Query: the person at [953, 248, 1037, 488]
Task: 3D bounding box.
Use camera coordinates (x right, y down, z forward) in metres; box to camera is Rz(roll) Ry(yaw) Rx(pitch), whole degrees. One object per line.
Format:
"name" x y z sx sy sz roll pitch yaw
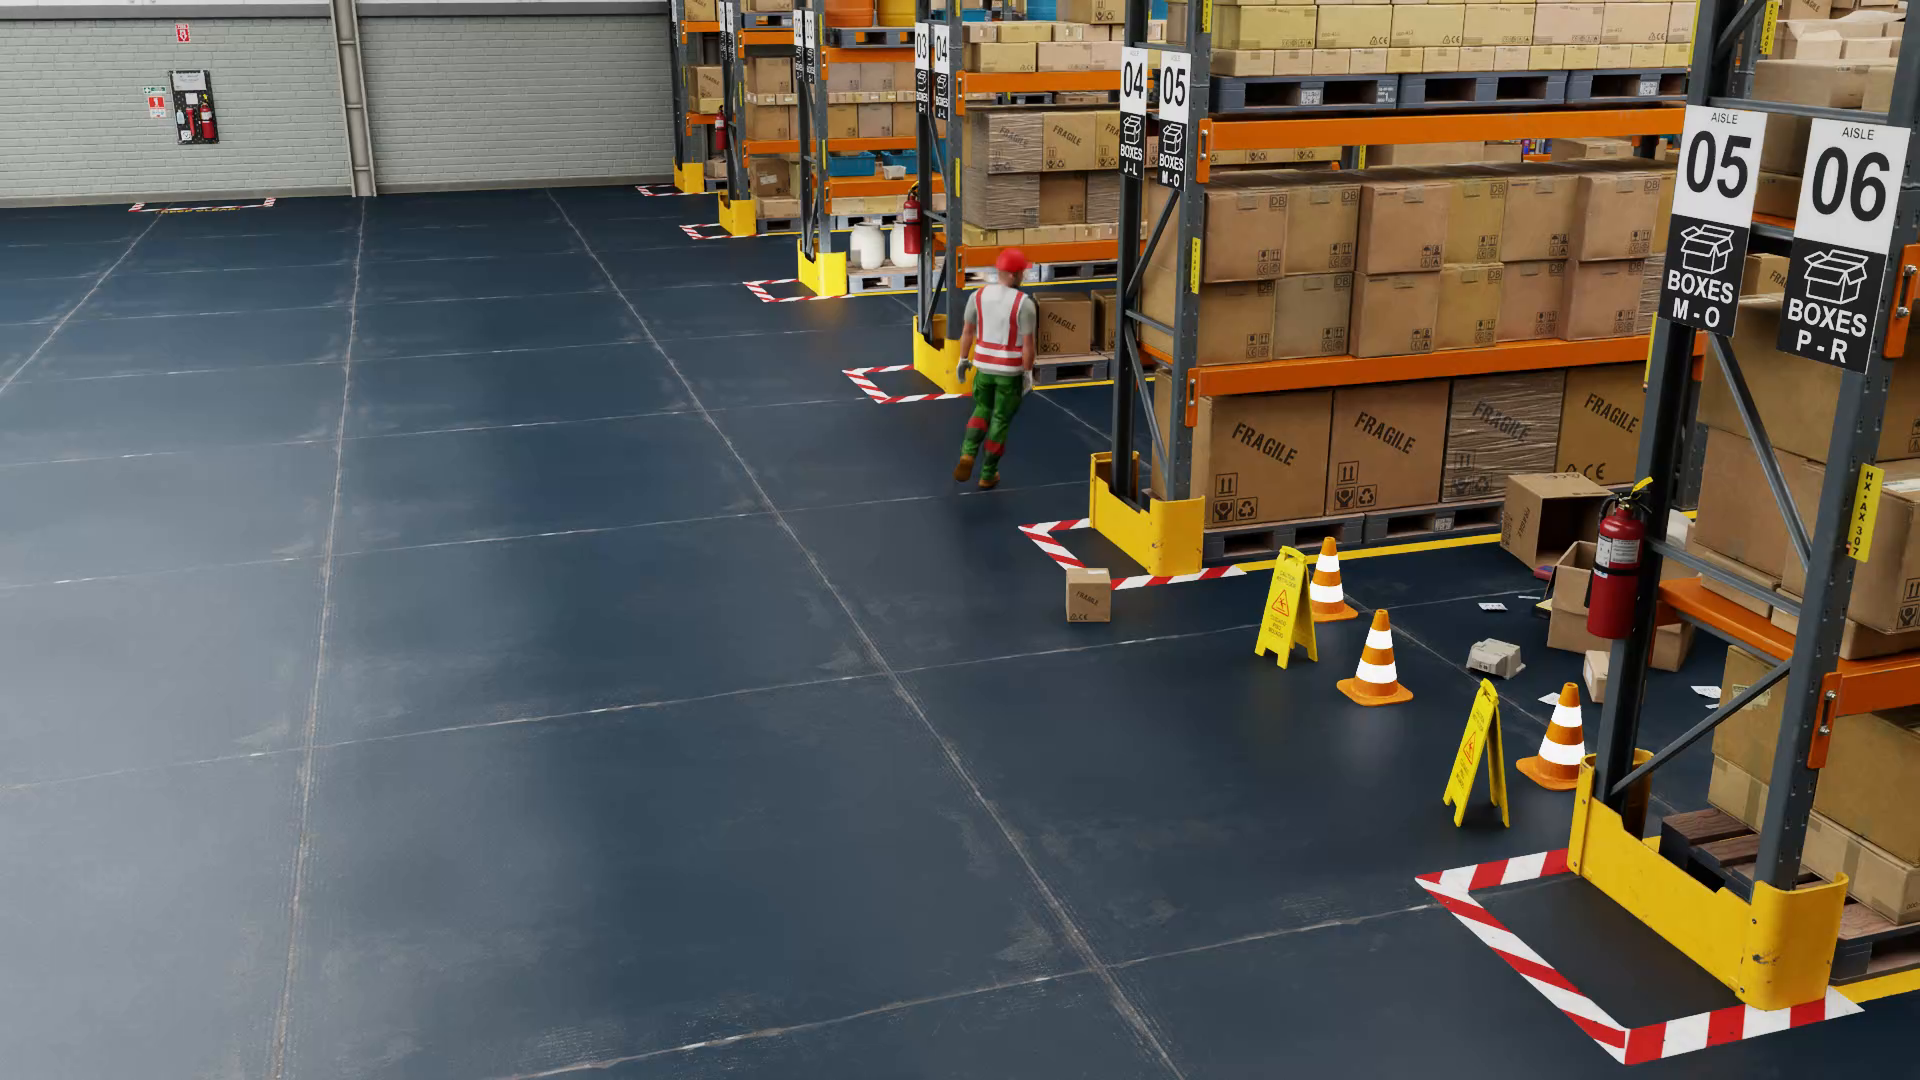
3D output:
"person" 0.277 -1.243 12.065 0.633 1.767 0.482 8 21 22
